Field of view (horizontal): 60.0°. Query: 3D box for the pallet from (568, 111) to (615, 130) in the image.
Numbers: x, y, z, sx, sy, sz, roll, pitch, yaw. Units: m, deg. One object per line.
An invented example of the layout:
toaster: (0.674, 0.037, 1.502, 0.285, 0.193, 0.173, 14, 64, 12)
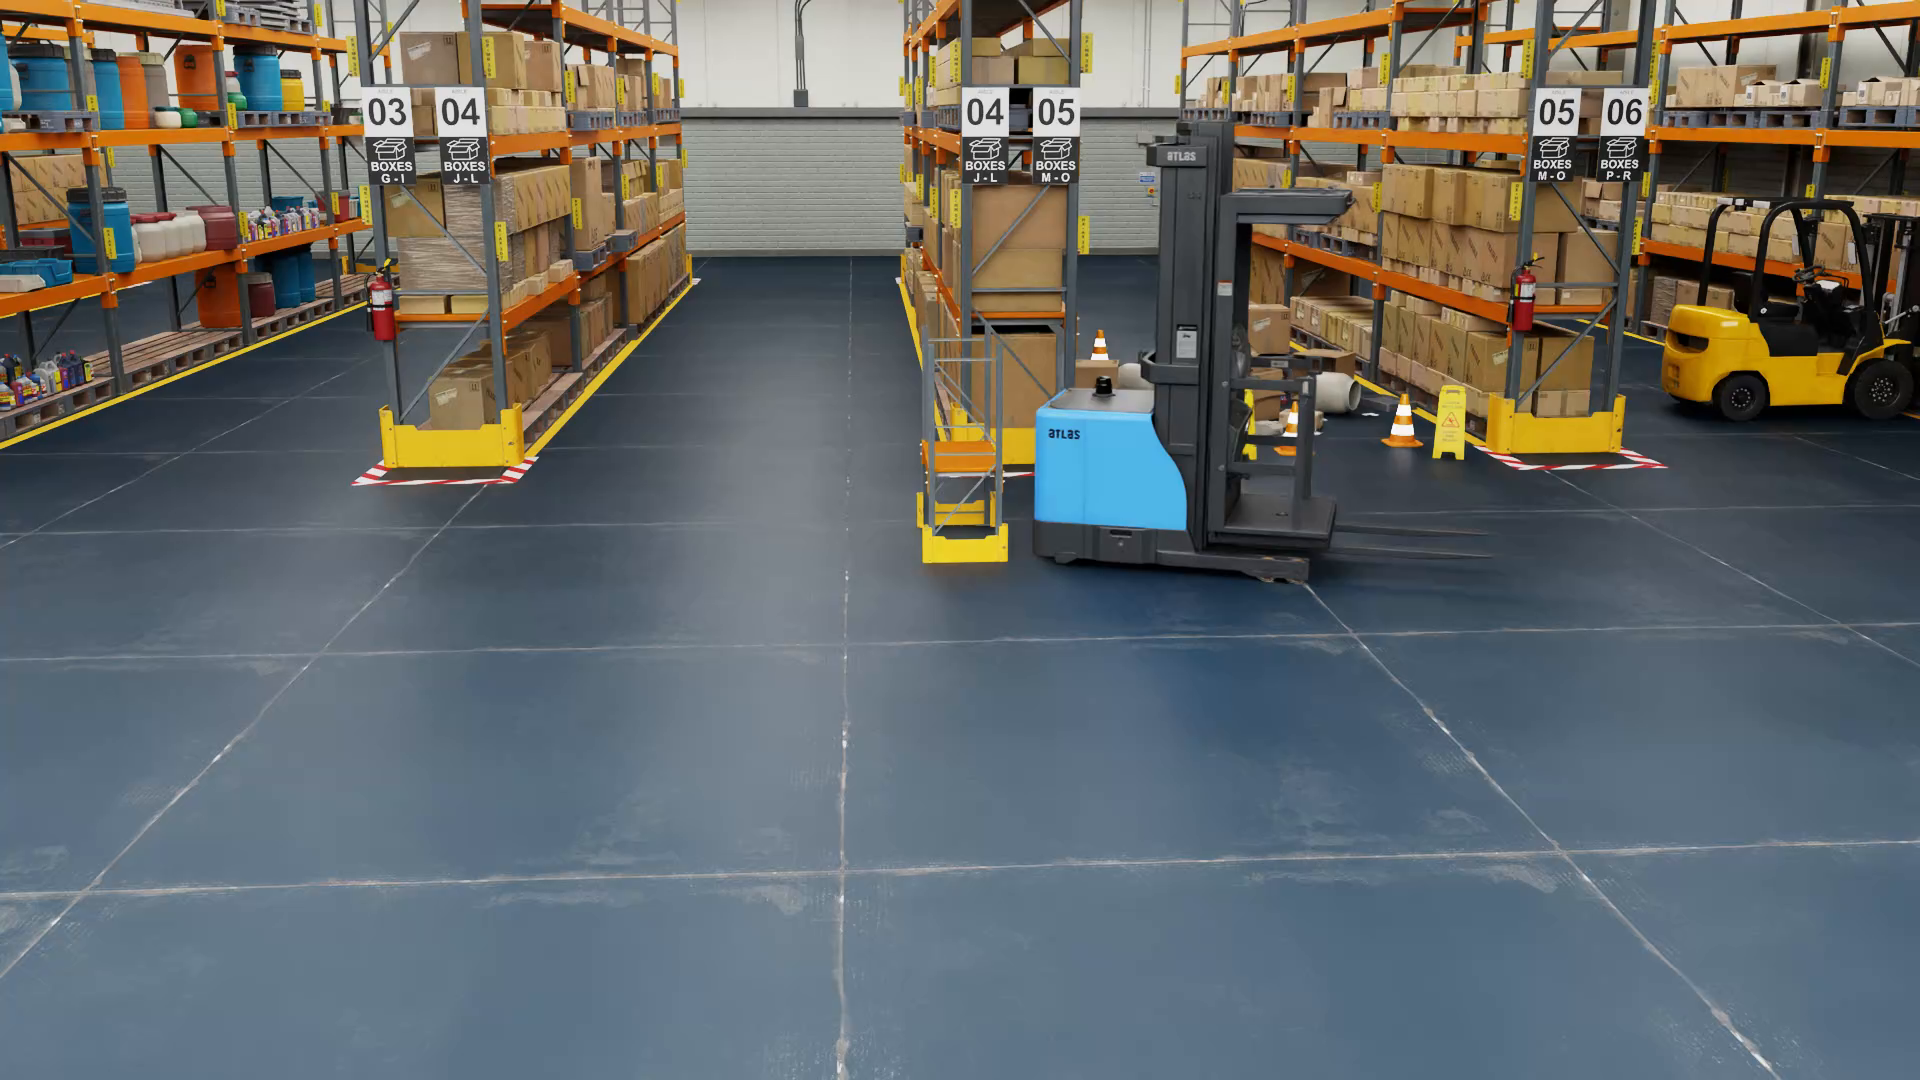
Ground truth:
pallet: (-4.695, -4.883, 19.343, 1.213, 0.211, 1.003, -1, 14, -3)

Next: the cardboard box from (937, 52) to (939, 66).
cardboard box: (-0.038, -4.970, 17.162, 0.380, 0.149, 0.250, -1, 14, -4)

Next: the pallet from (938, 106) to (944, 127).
pallet: (0.302, -4.366, 17.134, 1.003, 0.211, 1.213, -1, 14, -3)

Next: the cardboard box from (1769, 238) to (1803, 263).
cardboard box: (9.857, -3.388, 19.474, 0.500, 0.250, 0.500, -1, 14, -2)

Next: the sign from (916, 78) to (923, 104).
sign: (-0.528, -5.850, 21.686, 0.100, 0.325, 0.005, -1, 14, -3)

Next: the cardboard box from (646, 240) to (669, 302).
cardboard box: (-5.131, -4.114, 25.416, 1.225, 0.875, 0.875, -1, 14, -3)

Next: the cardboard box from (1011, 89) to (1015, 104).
cardboard box: (0.698, -4.278, 16.073, 0.380, 0.149, 0.250, -1, 14, -4)

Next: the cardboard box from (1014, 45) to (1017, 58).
cardboard box: (0.712, -4.602, 15.733, 0.380, 0.149, 0.250, -1, 14, -3)

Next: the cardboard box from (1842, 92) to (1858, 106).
cardboard box: (9.874, -4.806, 18.125, 0.380, 0.149, 0.250, -1, 14, -2)

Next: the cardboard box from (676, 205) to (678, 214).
cardboard box: (-5.023, -5.634, 28.407, 0.380, 0.149, 0.250, -1, 14, -5)

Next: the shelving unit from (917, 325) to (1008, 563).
shelving unit: (0.005, -0.707, 11.766, 0.587, 1.500, 1.083, -1, 14, -3)

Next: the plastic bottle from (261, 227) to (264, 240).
plastic bottle: (-9.608, -4.221, 22.810, 0.097, 0.201, 0.097, 0, 14, 0)

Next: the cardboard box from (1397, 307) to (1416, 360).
cardboard box: (5.008, -2.213, 17.776, 0.500, 0.500, 0.500, 0, 14, -1)

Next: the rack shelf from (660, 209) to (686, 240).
rack shelf: (-5.315, -5.247, 27.844, 1.077, 0.370, 4.000, -1, 14, -3)

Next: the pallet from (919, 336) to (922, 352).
pallet: (-0.013, -2.607, 21.735, 1.003, 0.211, 1.213, -1, 14, -3)

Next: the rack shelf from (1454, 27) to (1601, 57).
rack shelf: (9.530, -8.381, 27.993, 1.077, 0.370, 4.000, -1, 14, -3)

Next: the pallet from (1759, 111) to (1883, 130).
pallet: (10.082, -4.918, 19.486, 0.805, 0.209, 1.217, -1, 15, -6)

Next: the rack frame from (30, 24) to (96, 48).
rack frame: (-15.326, -8.846, 28.349, 1.000, 3.000, 0.127, -1, 14, -3)

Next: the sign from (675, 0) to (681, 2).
sign: (-4.896, -9.494, 28.832, 0.100, 0.325, 0.005, -1, 14, -3)

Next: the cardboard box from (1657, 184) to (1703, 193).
cardboard box: (10.026, -4.716, 23.293, 0.500, 0.500, 0.500, 0, 14, -1)

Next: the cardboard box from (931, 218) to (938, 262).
cardboard box: (-0.069, -3.460, 19.252, 0.500, 0.500, 0.500, -1, 14, -4)

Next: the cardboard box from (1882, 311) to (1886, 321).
cardboard box: (9.930, -2.319, 17.688, 0.500, 0.250, 0.500, 0, 14, -2)

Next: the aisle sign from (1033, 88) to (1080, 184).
aisle sign: (0.813, -3.411, 14.047, 0.394, 0.787, 0.004, -1, 14, -3)

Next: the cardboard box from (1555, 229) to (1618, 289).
cardboard box: (5.691, -2.581, 15.241, 0.500, 0.500, 0.500, -1, 14, -4)

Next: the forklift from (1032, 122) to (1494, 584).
forklift: (2.068, -1.276, 11.103, 3.031, 2.935, 1.130, 4, 15, 15)

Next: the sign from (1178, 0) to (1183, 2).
sign: (3.898, -9.673, 29.371, 0.100, 0.325, 0.005, -1, 14, -3)

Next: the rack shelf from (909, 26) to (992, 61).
rack shelf: (-0.110, -7.015, 23.480, 1.077, 0.370, 4.000, -1, 14, -3)

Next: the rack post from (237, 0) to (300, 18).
rack post: (-10.114, -7.680, 23.969, 0.937, 0.300, 0.954, -1, 14, -4)

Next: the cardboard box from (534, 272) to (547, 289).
cardboard box: (-4.310, -2.565, 16.478, 0.380, 0.149, 0.250, -1, 14, -3)

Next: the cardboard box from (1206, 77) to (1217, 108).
cardboard box: (4.427, -7.495, 27.873, 0.500, 0.500, 0.500, -1, 14, -2)

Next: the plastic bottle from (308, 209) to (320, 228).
plastic bottle: (-9.787, -4.869, 25.178, 0.152, 0.276, 0.135, -1, 14, -3)

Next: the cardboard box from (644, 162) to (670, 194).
cardboard box: (-5.025, -5.908, 27.166, 0.500, 0.500, 0.500, -1, 14, -5)

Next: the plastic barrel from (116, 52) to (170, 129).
plastic barrel: (-10.052, -5.515, 20.414, 0.600, 0.901, 0.600, 0, 14, 0)

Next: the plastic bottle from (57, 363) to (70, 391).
plastic bottle: (-9.248, -1.686, 17.129, 0.061, 0.283, 0.133, 0, 14, 0)

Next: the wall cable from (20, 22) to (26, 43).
wall cable: (-17.564, -11.165, 33.457, 3.097, 2.526, 0.112, -1, 14, -3)

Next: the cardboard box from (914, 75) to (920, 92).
cardboard box: (-0.270, -6.469, 24.081, 0.797, 0.503, 0.637, -1, 14, -4)

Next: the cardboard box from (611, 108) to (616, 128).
cardboard box: (-4.669, -5.369, 21.155, 0.500, 0.250, 0.500, -1, 14, -3)

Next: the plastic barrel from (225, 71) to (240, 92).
plastic barrel: (-10.147, -6.187, 22.919, 0.433, 0.535, 0.433, 0, 14, 0)

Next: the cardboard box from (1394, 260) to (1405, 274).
cardboard box: (4.962, -2.995, 18.149, 0.380, 0.149, 0.250, 0, 14, -2)

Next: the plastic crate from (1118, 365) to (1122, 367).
plastic crate: (1.580, -1.803, 18.542, 0.450, 0.188, 0.662, -4, 11, 28)

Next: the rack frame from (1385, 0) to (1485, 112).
rack frame: (5.196, -6.167, 17.935, 1.000, 3.000, 0.127, -1, 14, -3)

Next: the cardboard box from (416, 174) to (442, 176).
cardboard box: (-4.765, -3.048, 15.047, 0.500, 0.500, 0.500, -1, 14, -3)

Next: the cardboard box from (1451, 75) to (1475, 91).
cardboard box: (4.999, -4.444, 16.164, 0.380, 0.149, 0.250, -1, 14, -2)

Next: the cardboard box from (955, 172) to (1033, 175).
cardboard box: (0.400, -3.528, 17.251, 0.875, 0.550, 0.550, -1, 14, -3)

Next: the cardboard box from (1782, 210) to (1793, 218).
cardboard box: (9.873, -3.847, 19.456, 0.380, 0.149, 0.250, -1, 14, -4)

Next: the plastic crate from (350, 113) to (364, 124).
plastic crate: (-10.036, -7.126, 28.106, 0.450, 0.188, 0.336, -1, 14, -3)

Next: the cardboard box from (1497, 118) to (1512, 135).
cardboard box: (5.094, -3.743, 15.040, 0.380, 0.149, 0.250, -1, 14, -3)

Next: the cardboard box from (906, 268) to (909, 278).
cardboard box: (-0.743, -4.641, 28.923, 0.380, 0.149, 0.250, -1, 14, -3)

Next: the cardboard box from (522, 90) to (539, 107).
cardboard box: (-4.300, -4.278, 16.113, 0.380, 0.149, 0.250, 0, 14, -1)

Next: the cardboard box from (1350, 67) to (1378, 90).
cardboard box: (4.947, -5.483, 19.751, 0.500, 0.250, 0.500, -1, 14, -3)

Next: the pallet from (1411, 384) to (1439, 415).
pallet: (5.351, -1.440, 17.201, 1.003, 0.211, 1.213, -1, 14, -3)

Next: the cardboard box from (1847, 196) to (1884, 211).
cardboard box: (9.997, -3.698, 18.281, 0.380, 0.149, 0.250, -1, 14, -3)
